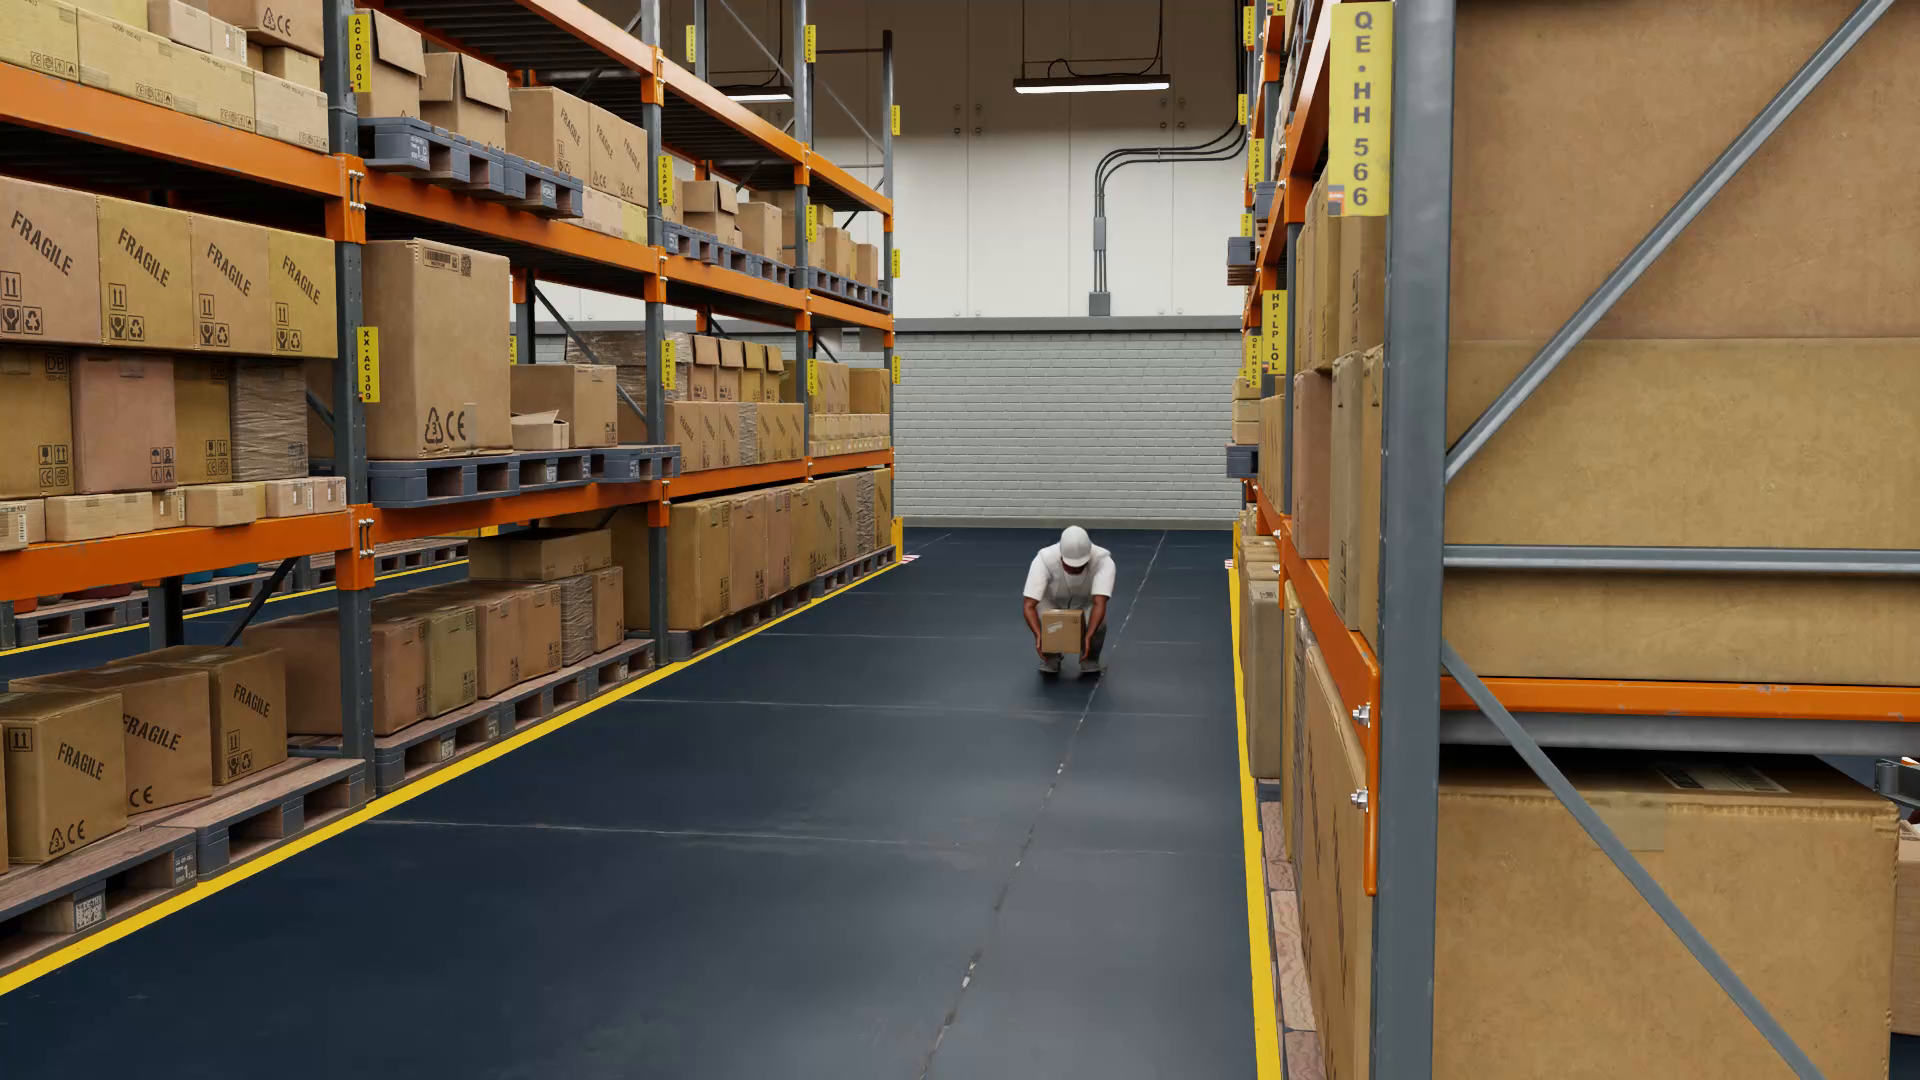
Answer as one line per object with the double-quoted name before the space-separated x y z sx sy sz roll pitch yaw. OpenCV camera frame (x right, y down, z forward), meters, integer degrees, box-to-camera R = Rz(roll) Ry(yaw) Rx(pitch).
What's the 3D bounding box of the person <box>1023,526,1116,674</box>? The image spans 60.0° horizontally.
"person" 0.729 0.390 10.959 0.595 1.003 0.856 1 4 9
